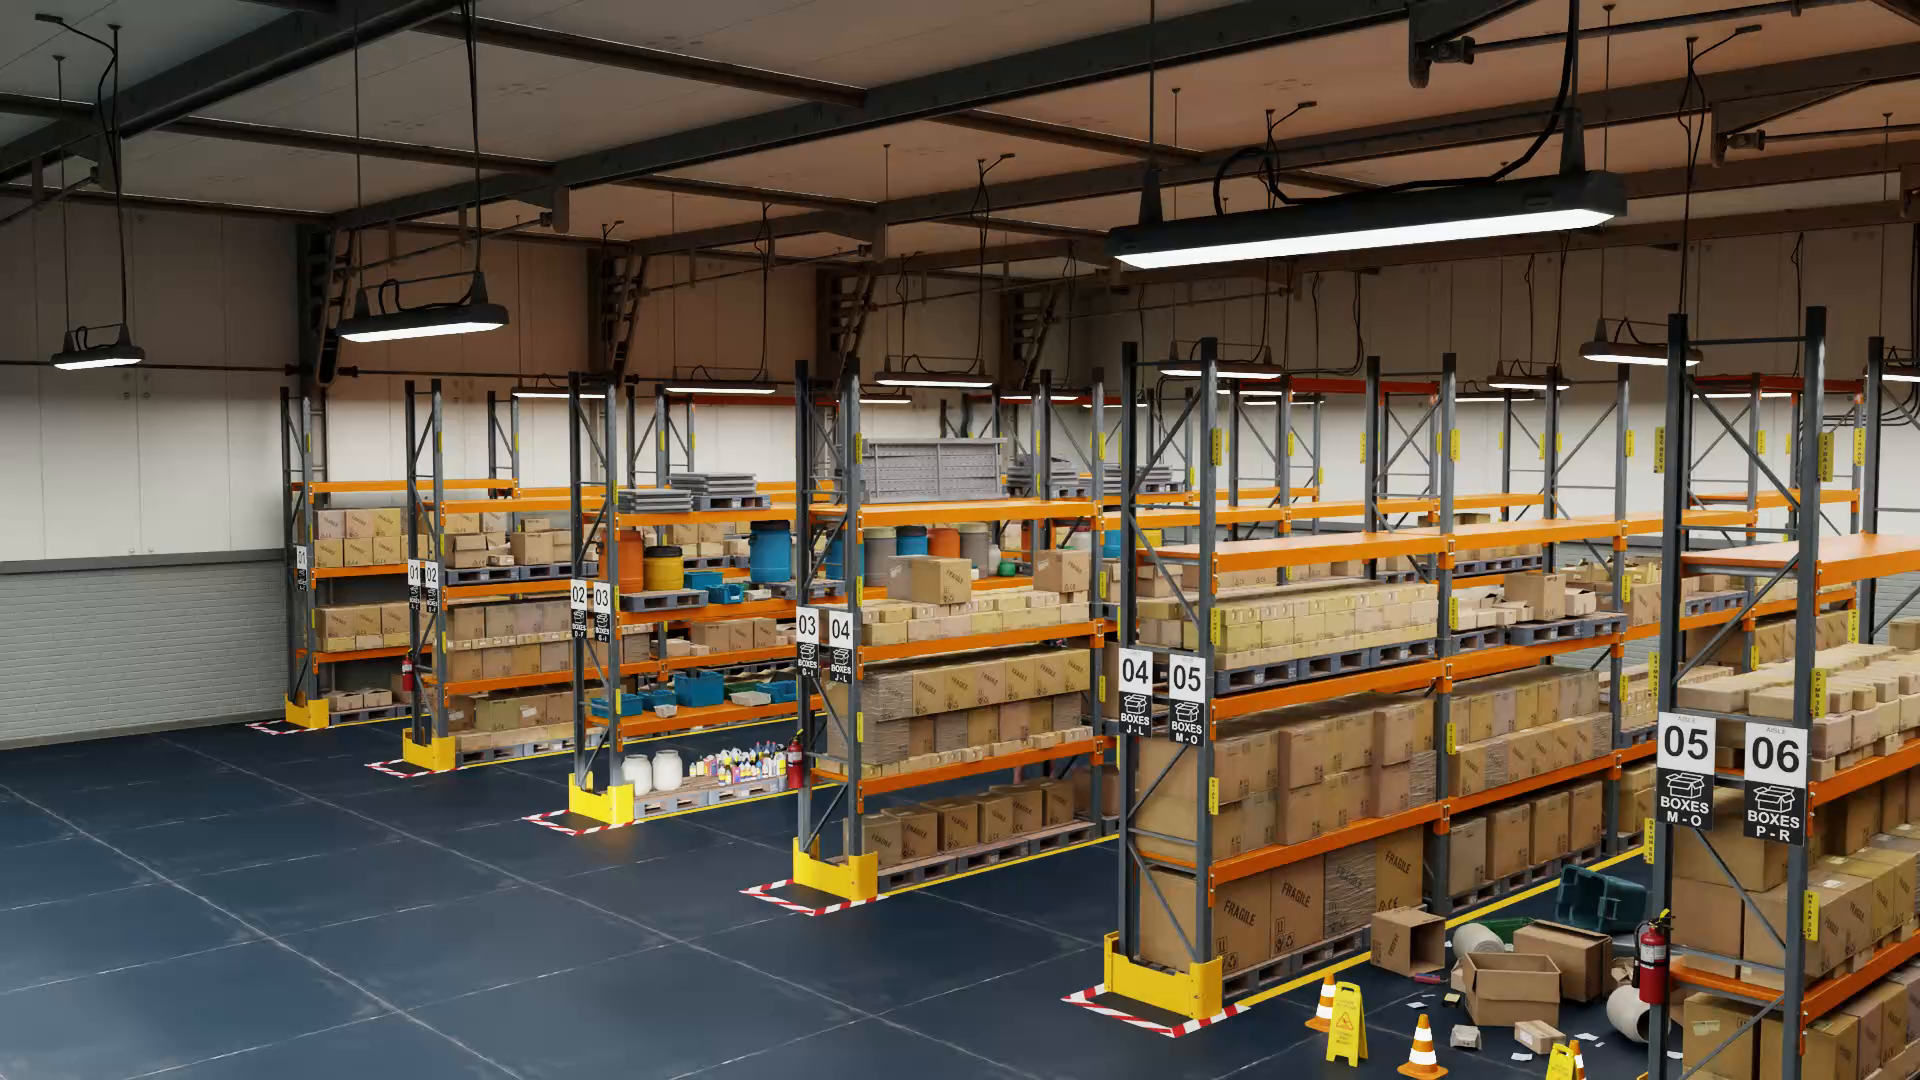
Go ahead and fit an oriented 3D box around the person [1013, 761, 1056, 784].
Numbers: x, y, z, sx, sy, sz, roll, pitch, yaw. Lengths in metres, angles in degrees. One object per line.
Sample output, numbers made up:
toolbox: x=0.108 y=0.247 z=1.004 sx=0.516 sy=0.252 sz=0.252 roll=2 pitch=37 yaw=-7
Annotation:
person: x=1.027 y=2.793 z=24.030 sx=0.586 sy=1.645 sz=0.914 roll=3 pitch=5 yaw=42
